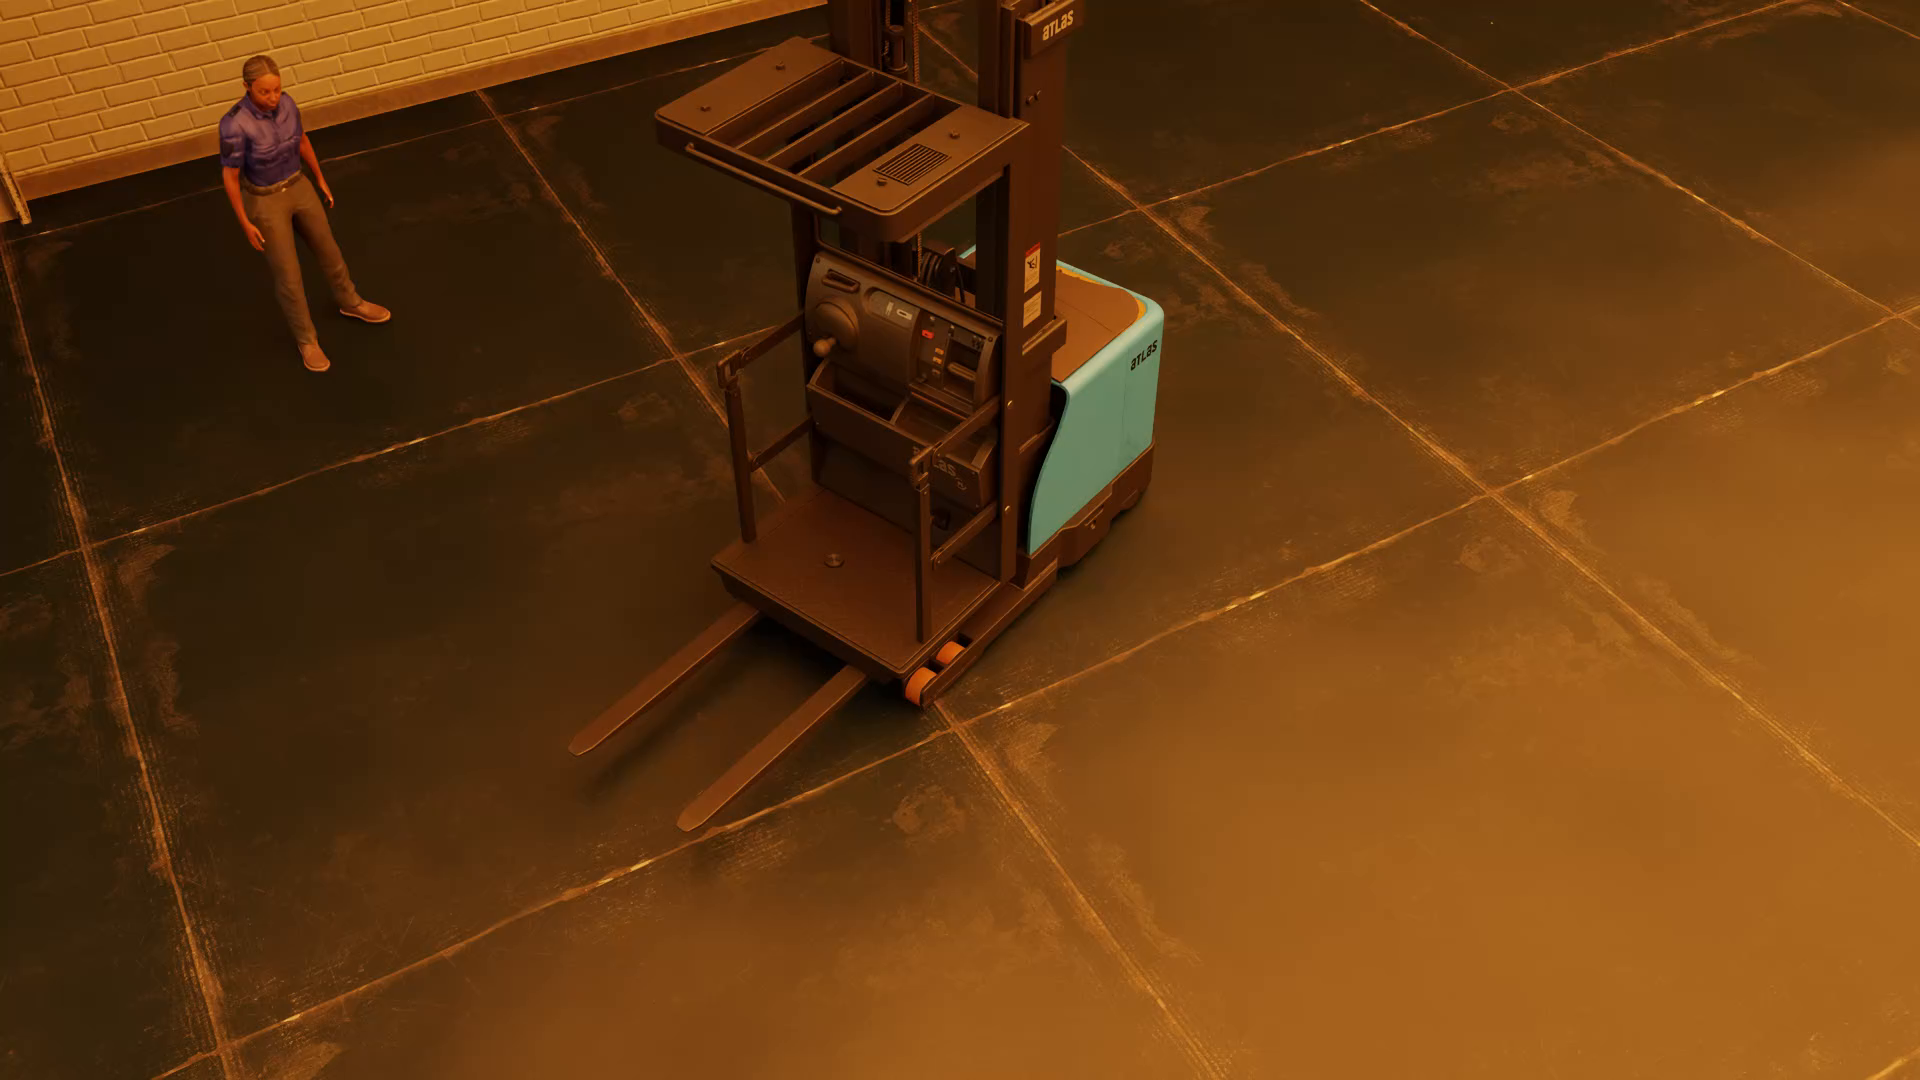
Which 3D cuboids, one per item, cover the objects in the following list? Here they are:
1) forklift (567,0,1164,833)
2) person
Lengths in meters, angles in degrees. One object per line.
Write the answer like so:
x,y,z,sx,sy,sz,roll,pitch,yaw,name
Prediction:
-0.375,-0.749,6.505,1.130,2.935,3.031,28,50,27,forklift
-3.408,-1.713,8.488,0.406,1.660,0.613,22,47,22,person
